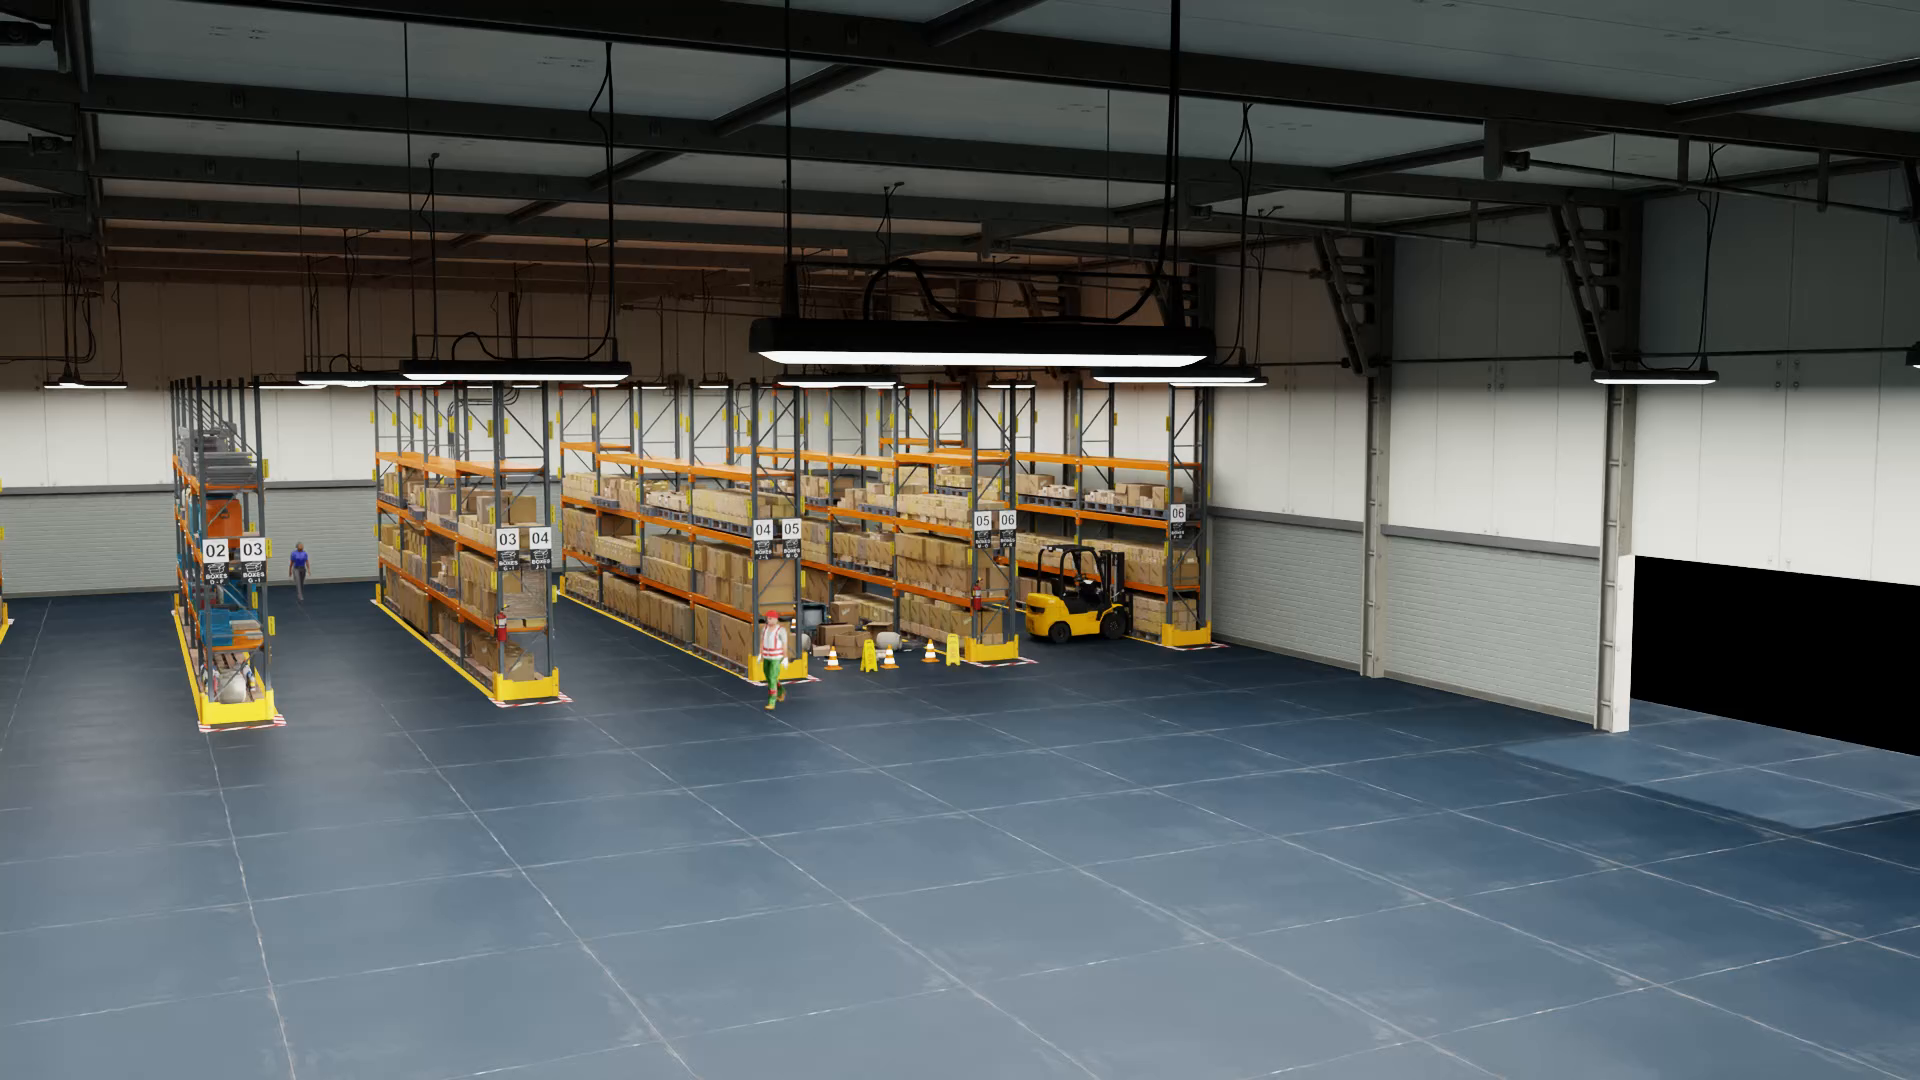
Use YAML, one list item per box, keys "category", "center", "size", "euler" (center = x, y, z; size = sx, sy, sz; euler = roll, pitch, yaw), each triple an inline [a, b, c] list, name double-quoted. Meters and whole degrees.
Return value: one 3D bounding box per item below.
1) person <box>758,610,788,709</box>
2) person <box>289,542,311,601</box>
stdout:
- category: "person"
  center: [-3.365, 2.149, 30.233]
  size: [0.543, 1.779, 0.856]
  euler: [4, 6, 38]
- category: "person"
  center: [-18.186, 0.842, 45.803]
  size: [0.516, 1.593, 1.058]
  euler: [-4, 6, -36]
